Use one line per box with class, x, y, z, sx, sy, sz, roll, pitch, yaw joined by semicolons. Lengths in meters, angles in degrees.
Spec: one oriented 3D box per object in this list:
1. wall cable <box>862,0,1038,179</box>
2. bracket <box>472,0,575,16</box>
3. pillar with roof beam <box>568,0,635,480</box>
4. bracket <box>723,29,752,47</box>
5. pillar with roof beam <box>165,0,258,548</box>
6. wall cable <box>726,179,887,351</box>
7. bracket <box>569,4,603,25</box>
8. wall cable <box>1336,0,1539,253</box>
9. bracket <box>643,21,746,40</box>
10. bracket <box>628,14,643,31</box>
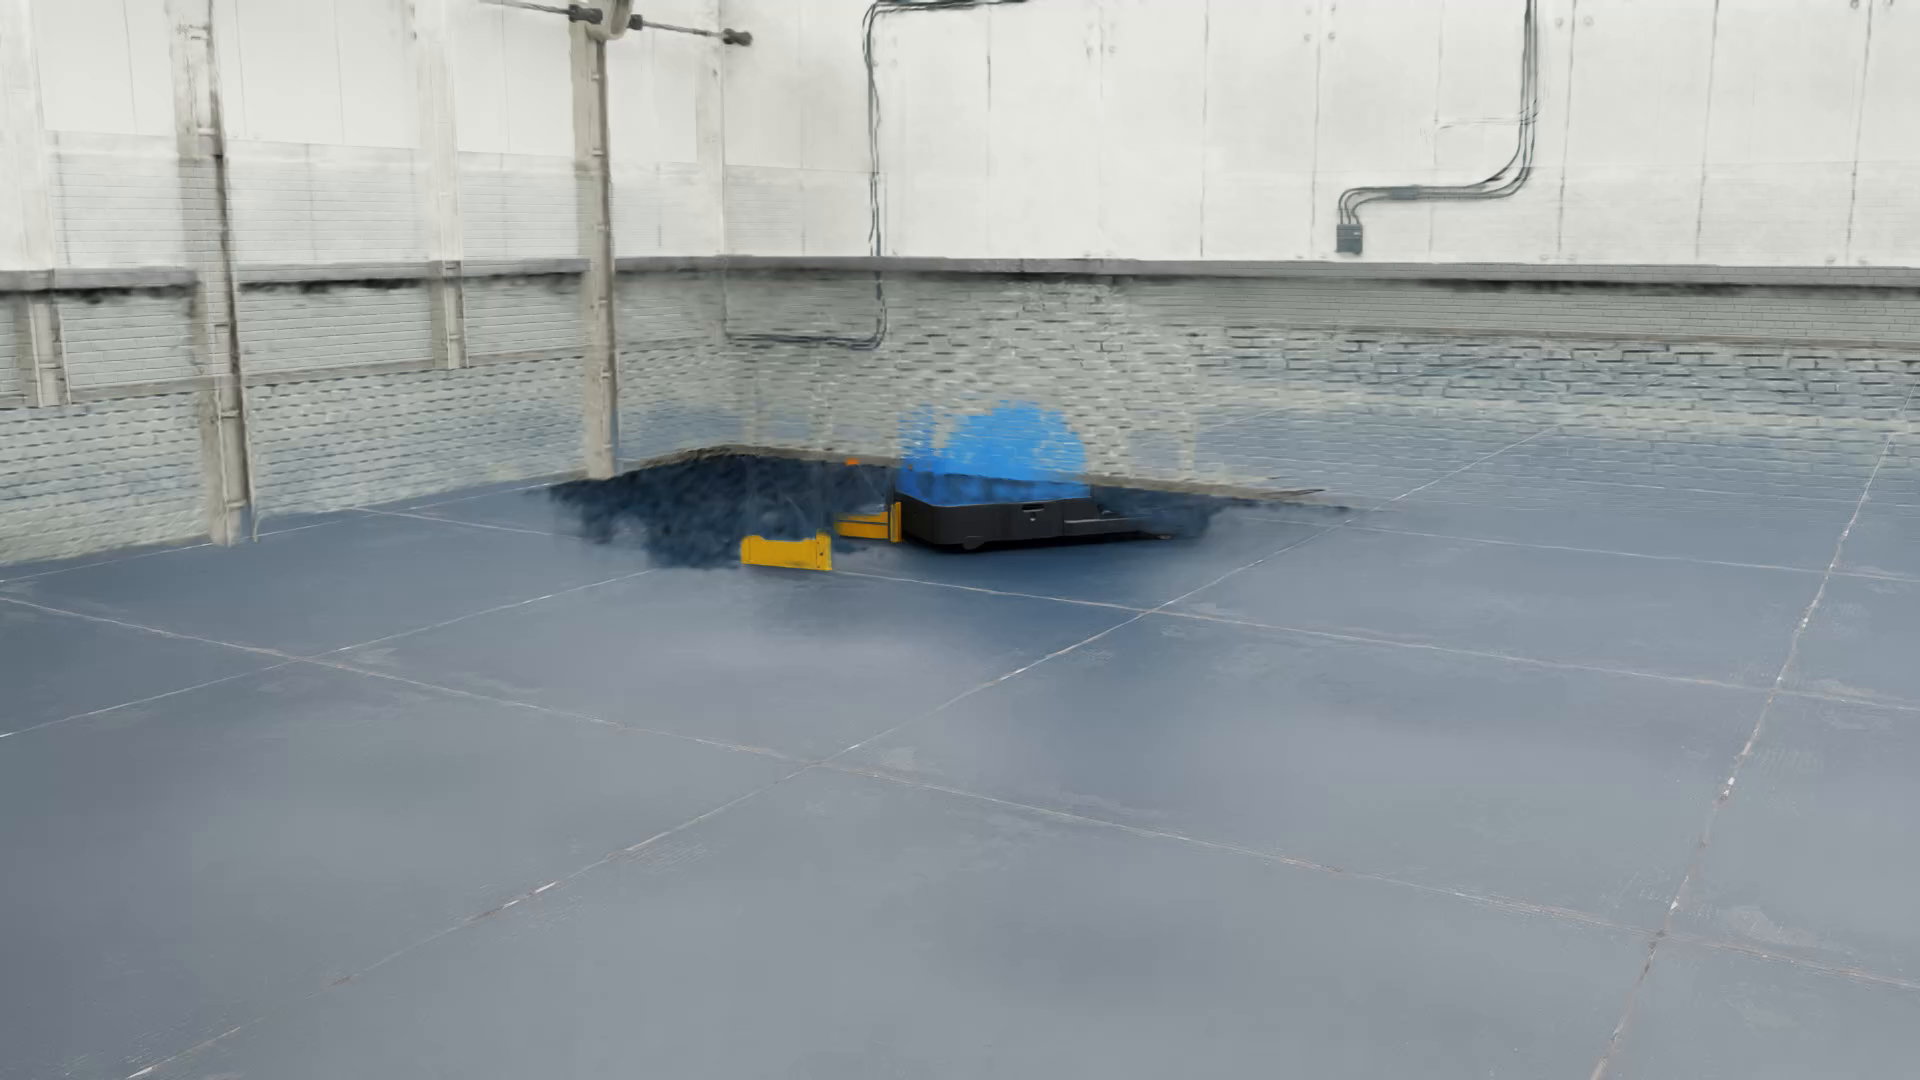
wall cable;3.797;-9.844;33.710;3.097;2.526;0.112;6;12;31
bracket;-2.425;-10.074;30.444;0.076;0.066;4.783;6;12;31
pillar with roof beam;2.504;-8.398;31.273;9.100;9.000;0.548;6;12;31
bracket;0.574;-10.983;35.297;0.235;0.232;0.430;6;12;31
pillar with roof beam;-0.611;-7.454;26.232;9.100;9.000;0.400;6;12;31
wall cable;1.485;-7.620;35.555;3.097;2.526;0.112;6;12;31
bracket;-1.087;-10.479;32.609;0.235;0.232;0.430;6;12;31
wall cable;9.590;-9.909;30.099;2.305;6.003;0.169;6;12;31
bracket;0.268;-10.890;34.801;0.076;0.066;3.189;6;12;31
bracket;-0.656;-10.610;33.306;0.235;0.232;0.430;6;12;31
